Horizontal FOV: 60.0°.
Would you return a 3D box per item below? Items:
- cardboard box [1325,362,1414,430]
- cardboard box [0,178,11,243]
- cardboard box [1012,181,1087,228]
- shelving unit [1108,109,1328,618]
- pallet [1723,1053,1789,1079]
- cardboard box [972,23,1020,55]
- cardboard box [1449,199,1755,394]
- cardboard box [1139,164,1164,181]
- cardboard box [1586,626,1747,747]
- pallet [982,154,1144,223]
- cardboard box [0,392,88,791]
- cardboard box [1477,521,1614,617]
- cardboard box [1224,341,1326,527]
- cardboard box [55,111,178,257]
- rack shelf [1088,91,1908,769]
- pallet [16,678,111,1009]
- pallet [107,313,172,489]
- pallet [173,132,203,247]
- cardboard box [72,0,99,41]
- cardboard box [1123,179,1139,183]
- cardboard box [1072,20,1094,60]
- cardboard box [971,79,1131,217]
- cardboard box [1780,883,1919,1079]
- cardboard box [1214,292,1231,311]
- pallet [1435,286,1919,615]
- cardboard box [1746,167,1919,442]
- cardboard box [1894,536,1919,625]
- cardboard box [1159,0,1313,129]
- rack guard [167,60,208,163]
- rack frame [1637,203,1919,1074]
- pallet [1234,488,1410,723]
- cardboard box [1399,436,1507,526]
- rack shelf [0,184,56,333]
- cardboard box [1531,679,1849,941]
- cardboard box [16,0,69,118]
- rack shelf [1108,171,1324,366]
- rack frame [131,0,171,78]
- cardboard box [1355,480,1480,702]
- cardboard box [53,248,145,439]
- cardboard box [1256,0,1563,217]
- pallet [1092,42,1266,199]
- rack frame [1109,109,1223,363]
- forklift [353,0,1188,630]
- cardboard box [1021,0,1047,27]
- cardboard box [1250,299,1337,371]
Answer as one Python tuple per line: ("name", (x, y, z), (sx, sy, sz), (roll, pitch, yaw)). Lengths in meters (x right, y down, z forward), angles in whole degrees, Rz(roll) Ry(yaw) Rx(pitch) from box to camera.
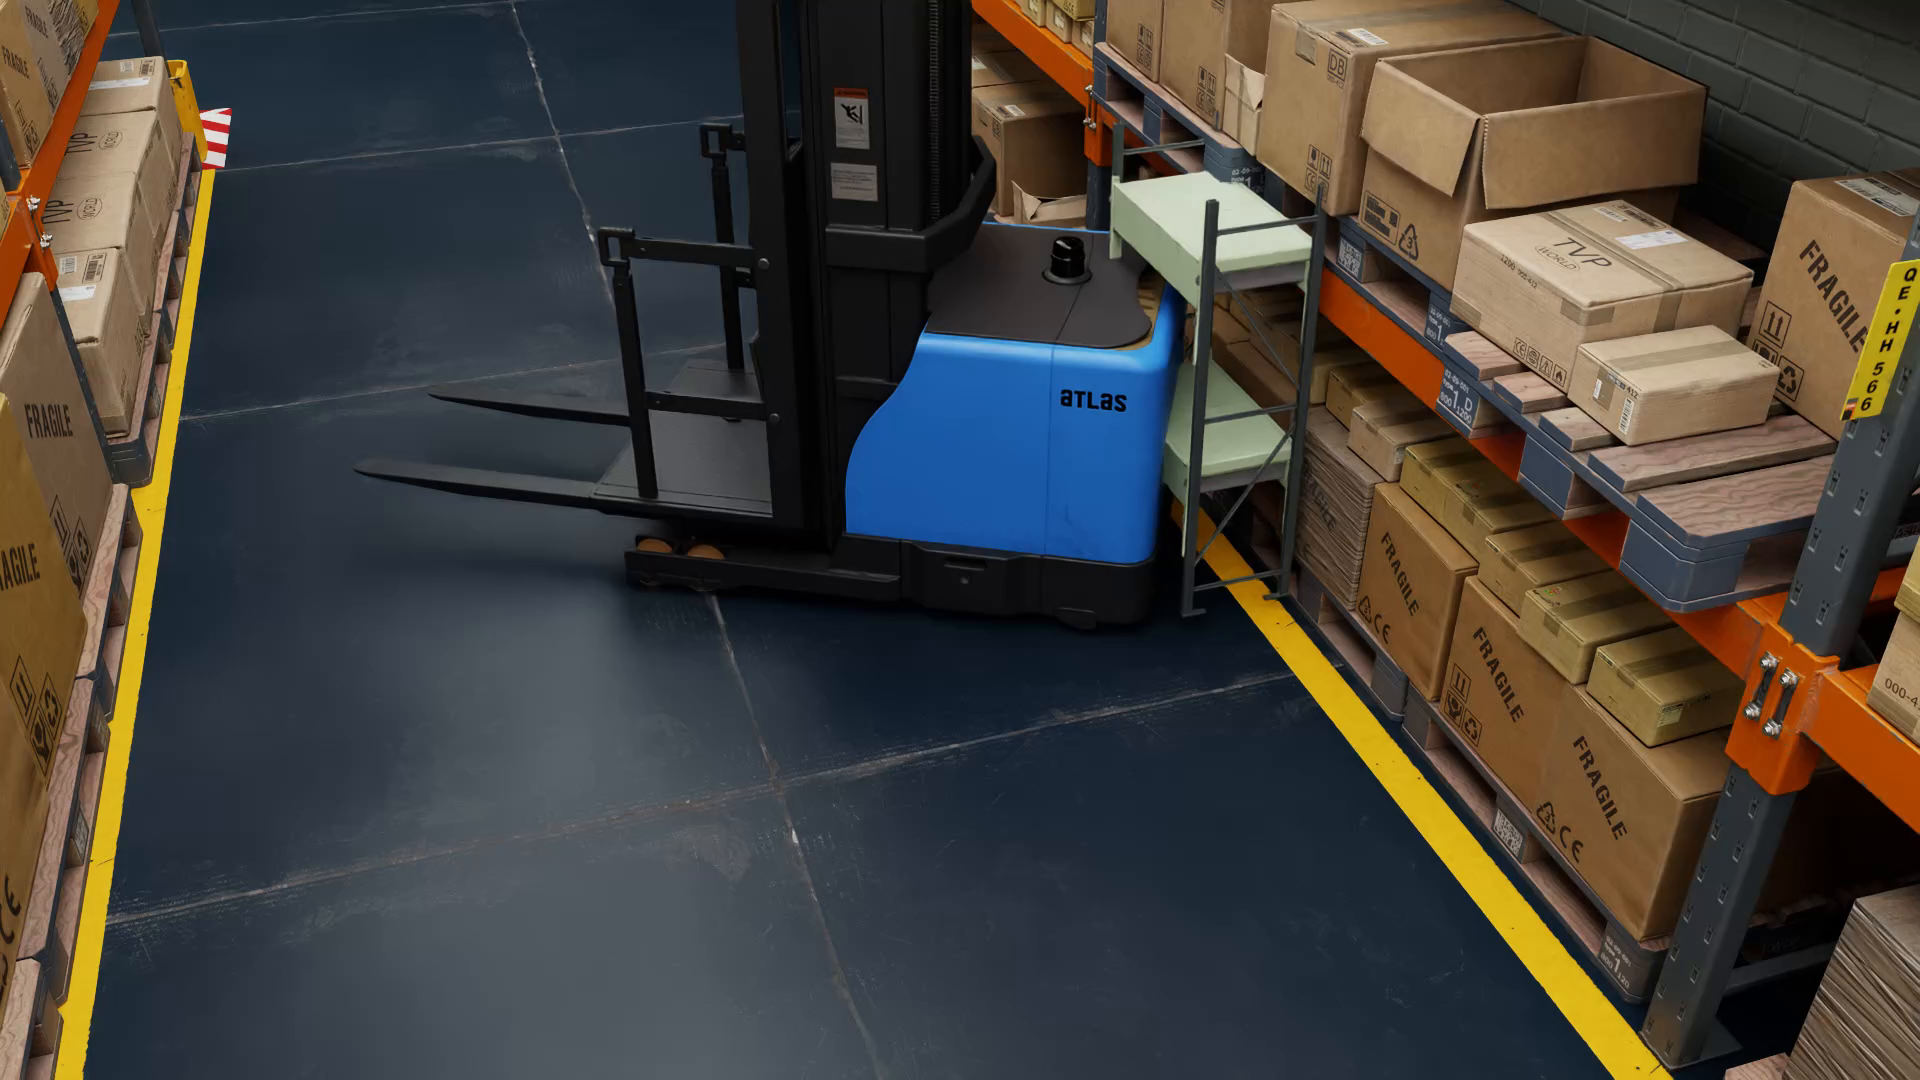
("cardboard box", (1.454, -0.477, 5.549), (0.380, 0.149, 0.250), (-10, 35, -15))
("cardboard box", (-3.319, -1.026, 5.218), (0.500, 0.250, 0.500), (-11, 35, -16))
("cardboard box", (0.471, -1.584, 8.025), (0.396, 0.266, 0.258), (-9, 34, -13))
("shelving unit", (0.824, -0.591, 5.641), (0.431, 1.500, 0.755), (-11, 34, -14))
("pallet", (2.464, 1.584, 3.662), (1.003, 0.211, 1.213), (-10, 35, -15))
("cardboard box", (0.130, -2.559, 9.288), (0.700, 0.500, 0.500), (-9, 34, -13))
("cardboard box", (1.620, -0.631, 4.239), (0.500, 0.250, 0.500), (-12, 35, -17))
("cardboard box", (0.944, -1.423, 6.711), (0.380, 0.149, 0.250), (-11, 35, -16))
("cardboard box", (1.858, 0.362, 4.280), (0.380, 0.149, 0.250), (-12, 35, -17))
("pallet", (0.446, -1.958, 9.021), (1.003, 0.211, 1.213), (-10, 35, -15))
("cardboard box", (-3.148, 0.214, 4.751), (0.875, 0.875, 0.875), (-9, 35, -13))
("cardboard box", (1.707, 0.078, 4.709), (0.380, 0.149, 0.250), (-11, 35, -16))
("cardboard box", (1.283, -0.419, 6.049), (0.500, 0.500, 0.500), (-11, 35, -16))
("cardboard box", (-4.332, -1.680, 8.014), (0.875, 0.438, 0.875), (-9, 35, -13))
("rack shelf", (1.640, -0.769, 5.345), (1.077, 0.370, 4.000), (-10, 35, -15))
("pallet", (-3.013, 0.915, 4.673), (1.003, 0.211, 1.213), (-10, 35, -15))
("pallet", (-3.853, -0.531, 6.862), (1.003, 0.211, 1.213), (-10, 35, -15))
("pallet", (-4.598, -1.812, 8.801), (1.003, 0.211, 1.213), (-10, 35, -15))
("cardboard box", (-4.042, -2.412, 7.088), (0.500, 0.500, 0.500), (-9, 35, -13))
("cardboard box", (1.054, -1.559, 7.946), (0.500, 0.311, 0.500), (-9, 34, -13))
("cardboard box", (0.692, -2.139, 6.994), (0.380, 0.149, 0.250), (-10, 35, -14))
("cardboard box", (0.447, -2.014, 8.463), (0.700, 0.500, 0.500), (-11, 35, -17))
("cardboard box", (2.427, 1.127, 3.597), (0.875, 0.625, 0.625), (-9, 34, -13))
("cardboard box", (1.133, -1.023, 6.376), (0.380, 0.149, 0.250), (-12, 35, -17))
("pallet", (1.977, -0.283, 4.131), (1.213, 0.211, 1.003), (-10, 35, -15))
("cardboard box", (2.242, -0.532, 3.863), (0.500, 0.500, 0.500), (-8, 34, -12))
("cardboard box", (2.129, 0.114, 3.040), (0.500, 0.250, 0.500), (-10, 35, -15))
("cardboard box", (1.123, -1.772, 5.739), (0.700, 0.500, 0.500), (-10, 35, -14))
("rack guard", (-4.923, -2.352, 9.356), (1.175, 0.500, 0.348), (-10, 35, -15))
("rack frame", (2.250, -0.019, 3.557), (1.000, 3.000, 0.127), (-10, 35, -15))
("pallet", (1.690, 0.107, 5.897), (1.003, 0.211, 1.213), (-10, 35, -15))
("cardboard box", (1.593, -0.199, 5.129), (0.380, 0.149, 0.250), (-11, 35, -15))
("rack shelf", (-3.086, 0.068, 4.079), (1.077, 0.370, 4.000), (-10, 35, -15))
("cardboard box", (1.916, 0.663, 4.412), (0.500, 0.500, 0.500), (-9, 35, -13))
("cardboard box", (-3.739, -1.879, 6.282), (0.500, 0.500, 0.500), (-10, 35, -14))
("rack shelf", (0.816, -0.918, 5.429), (0.431, 0.370, 0.720), (-11, 34, -14))
("rack frame", (-4.916, -3.382, 8.648), (1.000, 3.000, 0.127), (-10, 35, -15))
("cardboard box", (1.612, 0.124, 5.227), (0.500, 0.500, 0.500), (-9, 34, -13))
("cardboard box", (-3.785, -0.736, 6.586), (0.875, 0.438, 0.875), (-11, 35, -15))
("cardboard box", (1.362, -1.360, 5.116), (0.700, 0.500, 0.500), (-10, 35, -15))
("pallet", (1.170, -1.601, 6.126), (1.003, 0.211, 1.213), (-10, 35, -15))
("rack frame", (0.714, -0.779, 5.935), (0.400, 1.500, 0.023), (-11, 34, -14))
("forklift", (-0.733, -1.315, 5.581), (3.031, 2.935, 1.130), (6, 34, 10))
("cardboard box", (0.490, -2.404, 7.396), (0.380, 0.149, 0.250), (-9, 35, -13))
("cardboard box", (1.271, -0.744, 5.953), (0.380, 0.149, 0.250), (-10, 35, -15))
